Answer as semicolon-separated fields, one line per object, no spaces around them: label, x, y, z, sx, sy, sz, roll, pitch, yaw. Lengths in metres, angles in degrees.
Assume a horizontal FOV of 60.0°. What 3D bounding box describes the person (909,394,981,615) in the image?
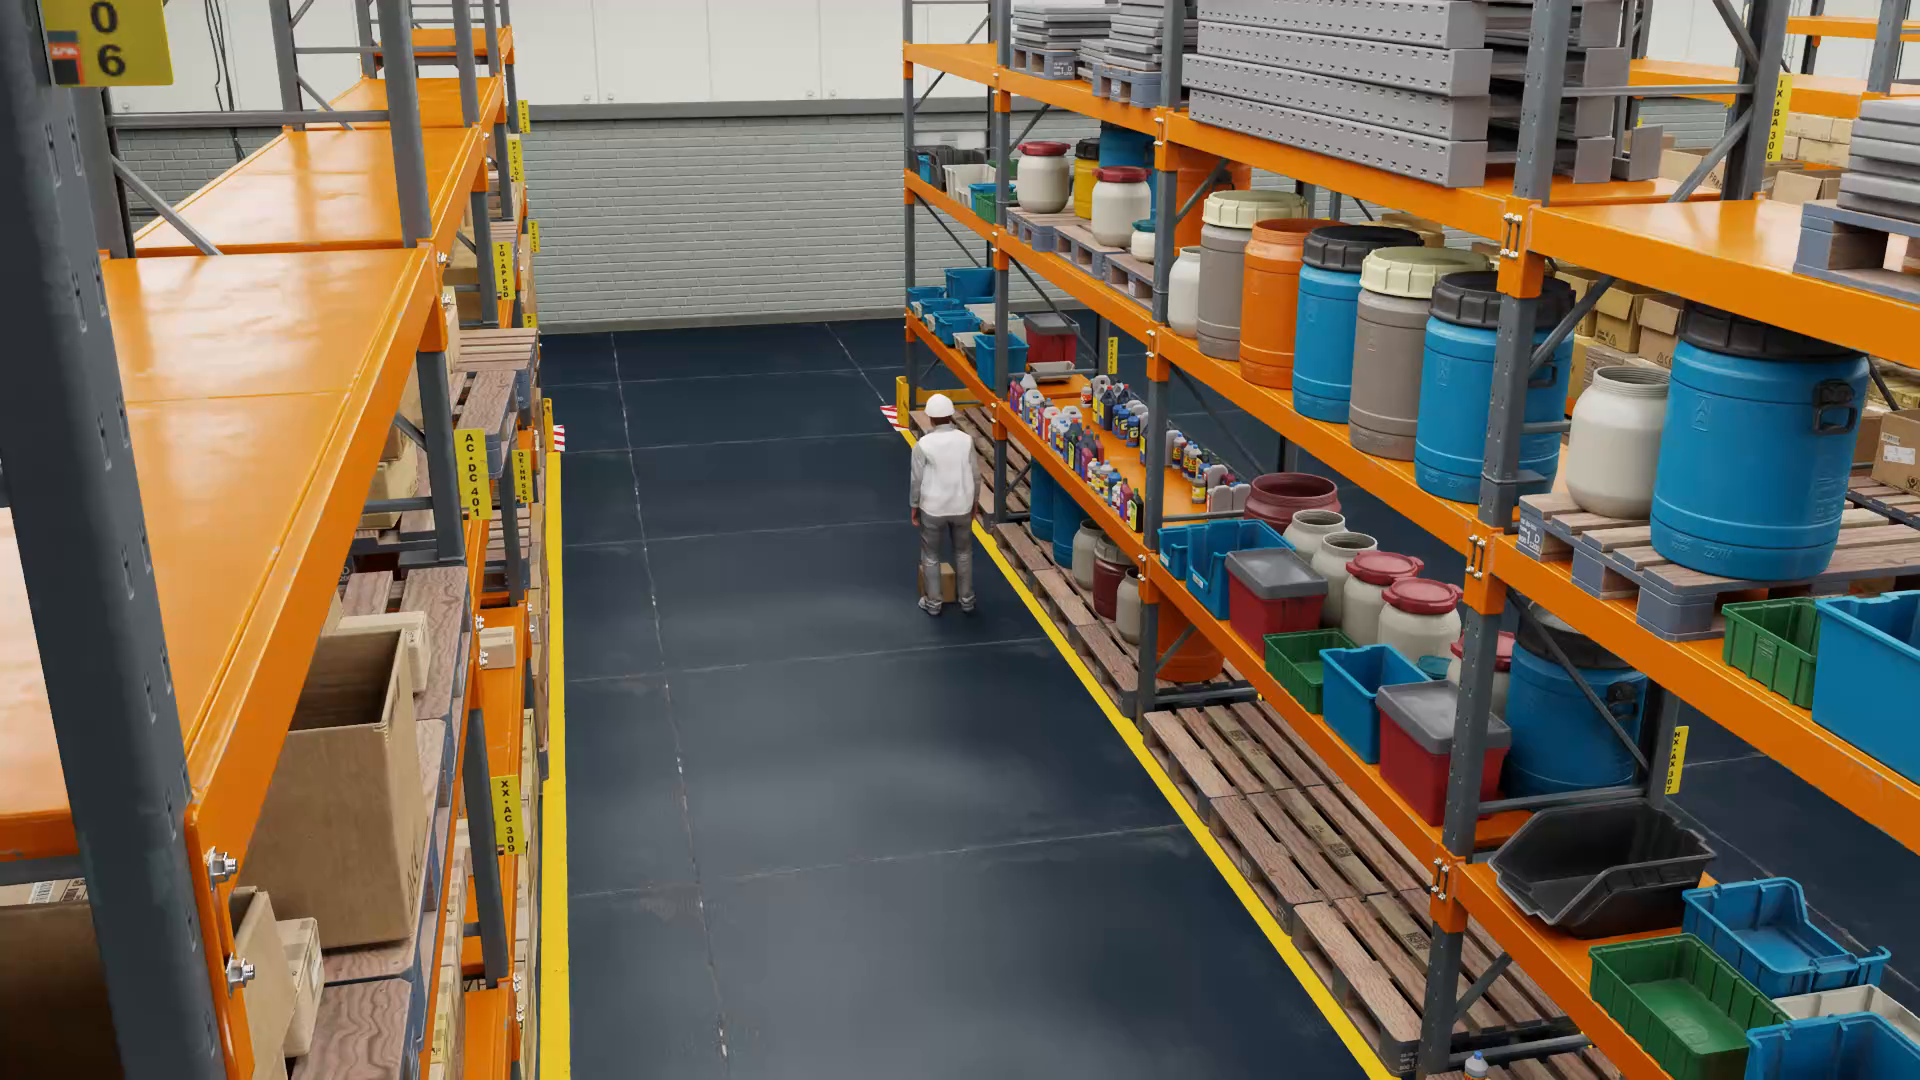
person;-0.122;-0.276;13.127;0.579;1.769;0.466;-5;20;-15
